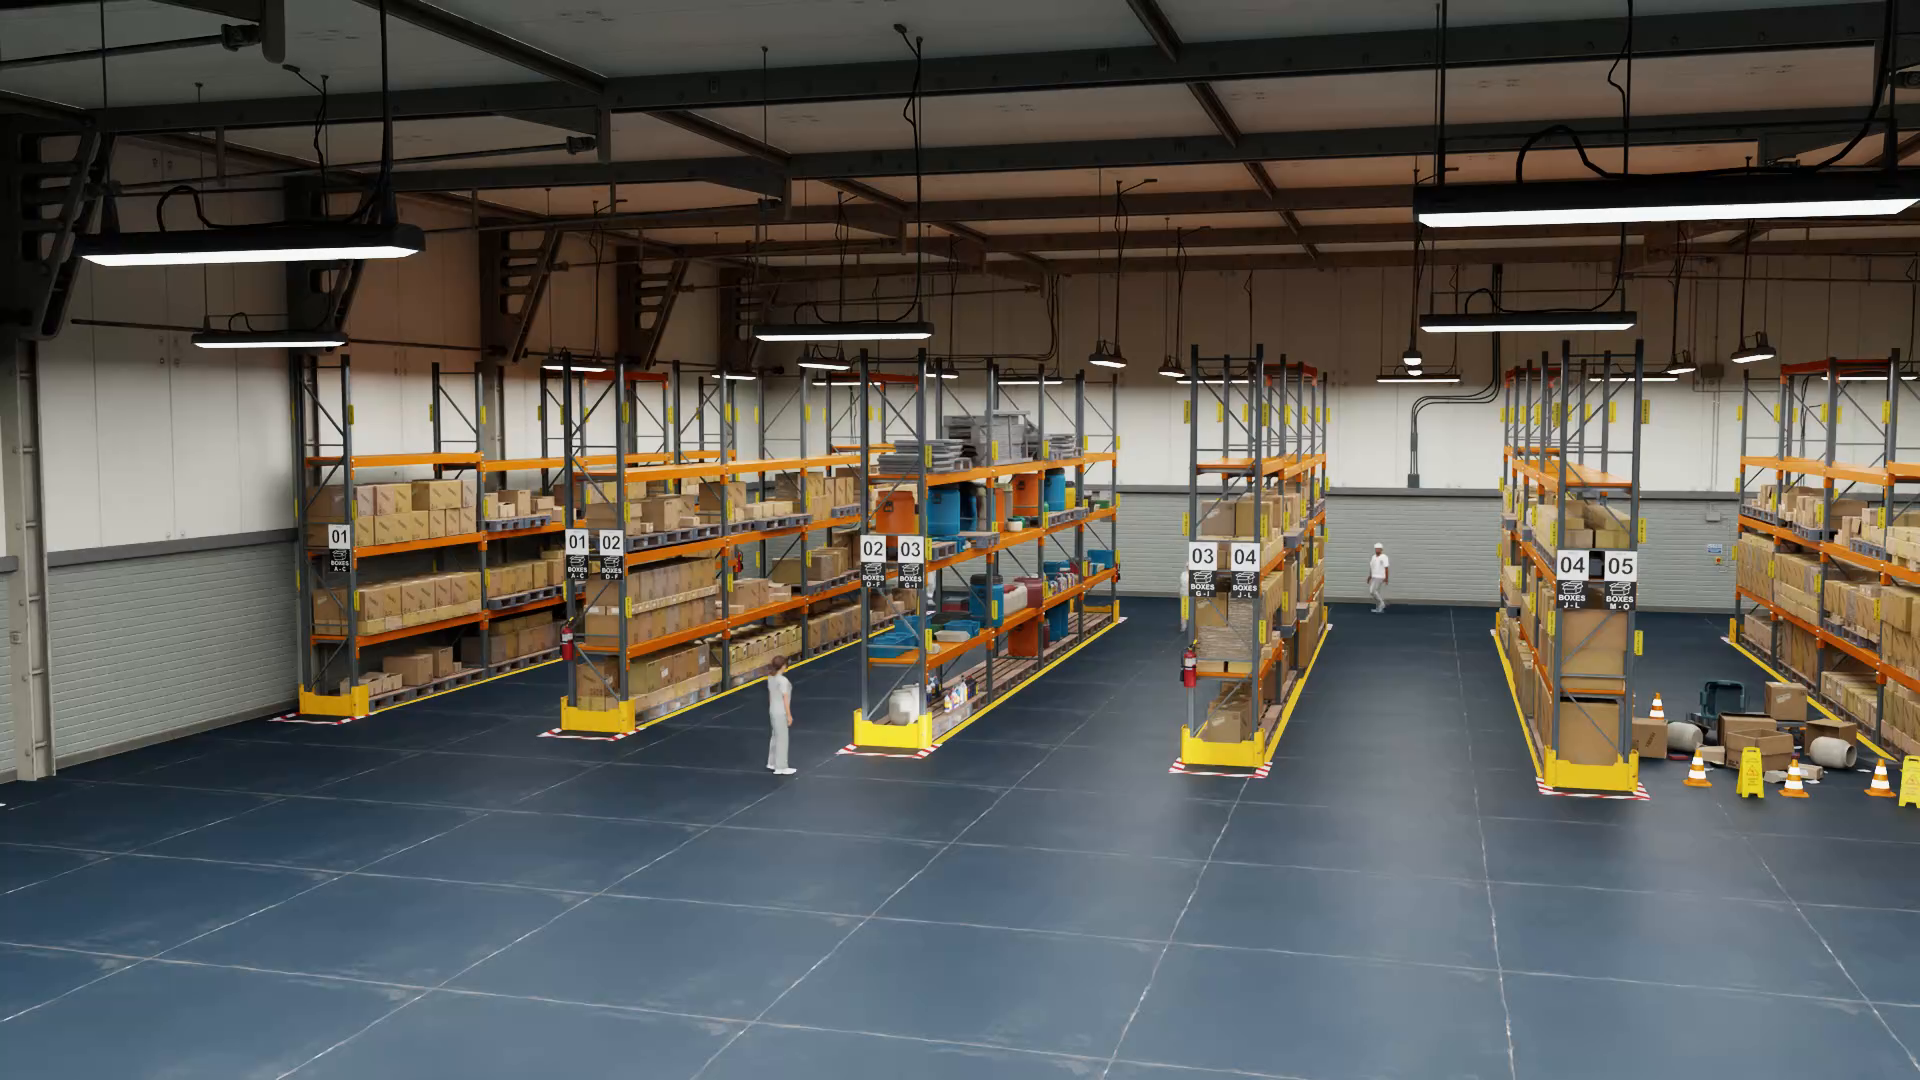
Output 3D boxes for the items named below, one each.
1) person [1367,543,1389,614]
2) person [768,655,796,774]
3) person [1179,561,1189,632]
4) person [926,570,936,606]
[{"bbox_3d":[10.528,0.967,41.997,0.457,1.794,0.548,0,4,-5],"label":"person"},{"bbox_3d":[-2.506,2.442,23.268,0.378,1.695,0.541,-2,5,-20],"label":"person"},{"bbox_3d":[5.322,1.296,38.597,0.485,1.615,0.932,1,4,10],"label":"person"},{"bbox_3d":[-0.787,0.841,43.470,0.525,1.777,0.580,2,5,25],"label":"person"}]
